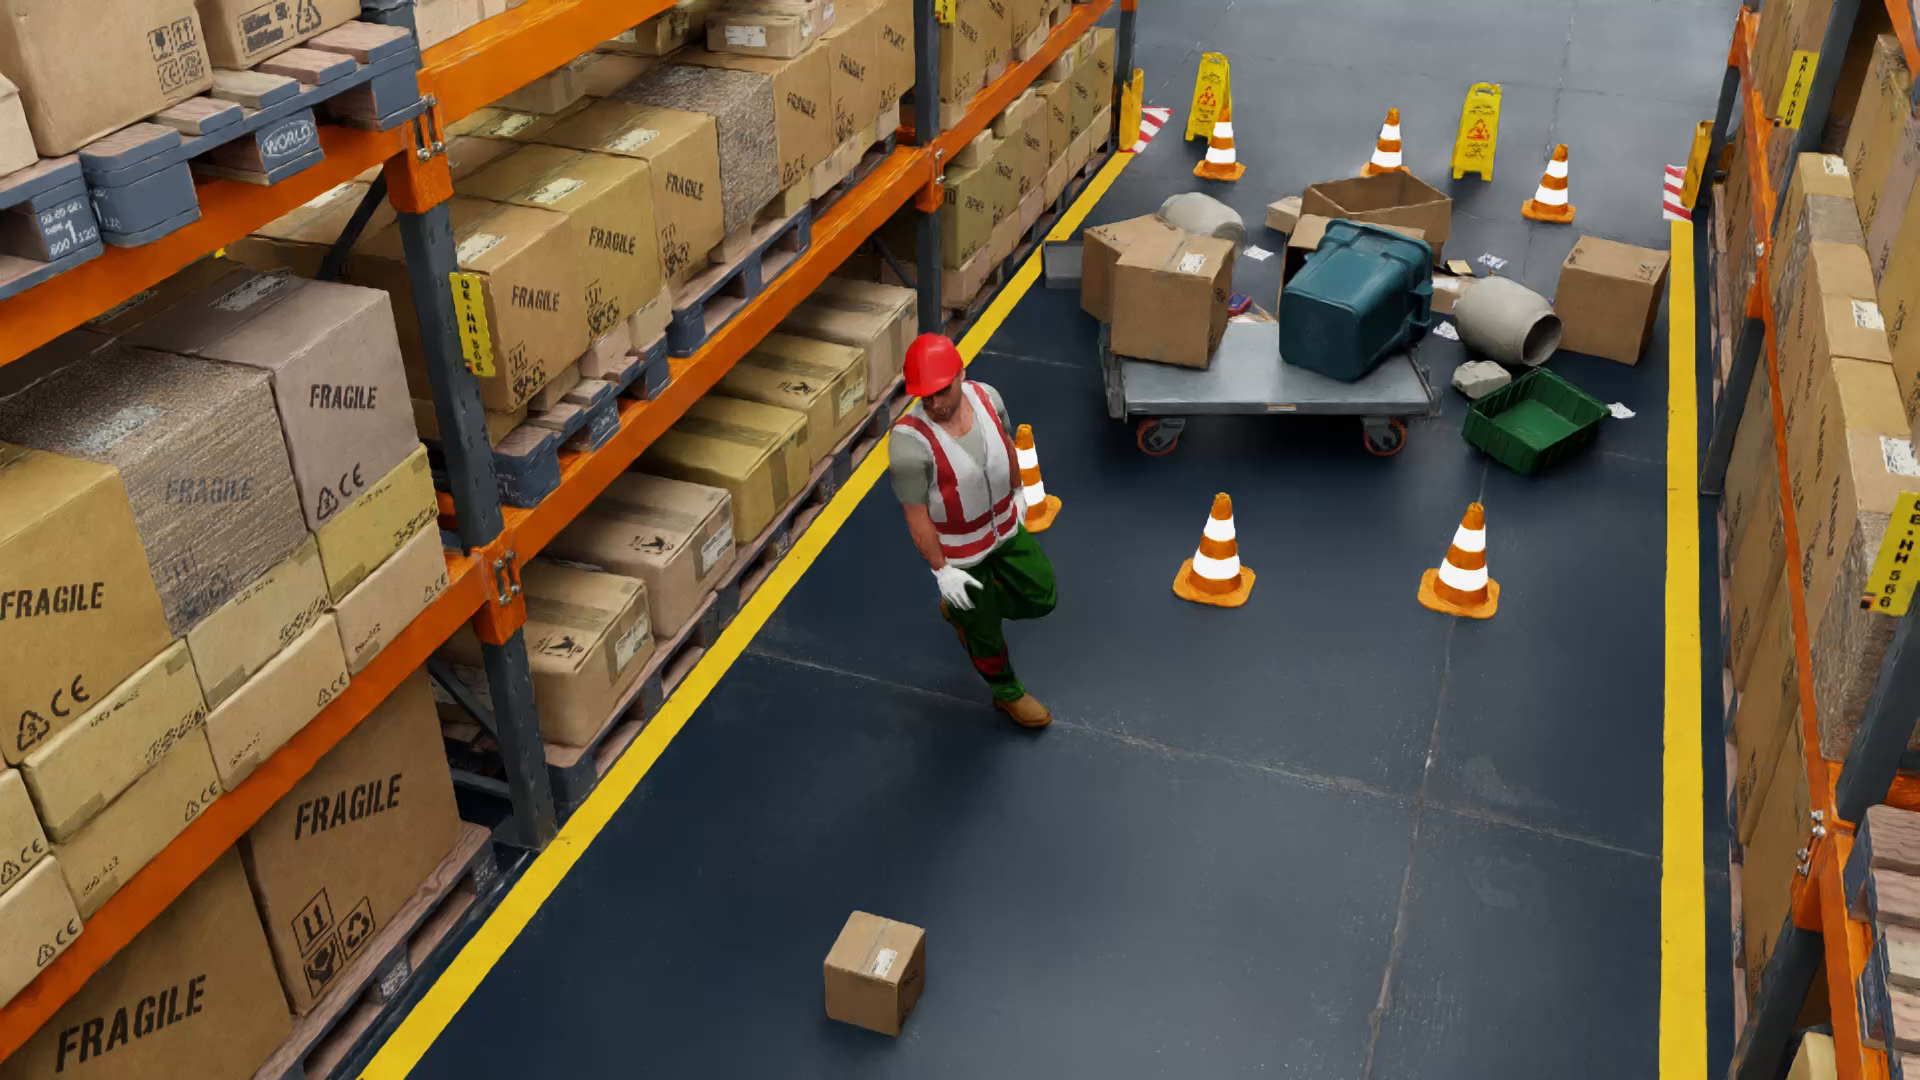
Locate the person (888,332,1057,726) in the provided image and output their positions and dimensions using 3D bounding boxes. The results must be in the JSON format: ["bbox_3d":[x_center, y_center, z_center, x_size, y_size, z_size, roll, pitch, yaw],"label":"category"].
[{"bbox_3d":[0.026,-0.013,6.165,0.596,1.744,0.672,26,41,34],"label":"person"}]
